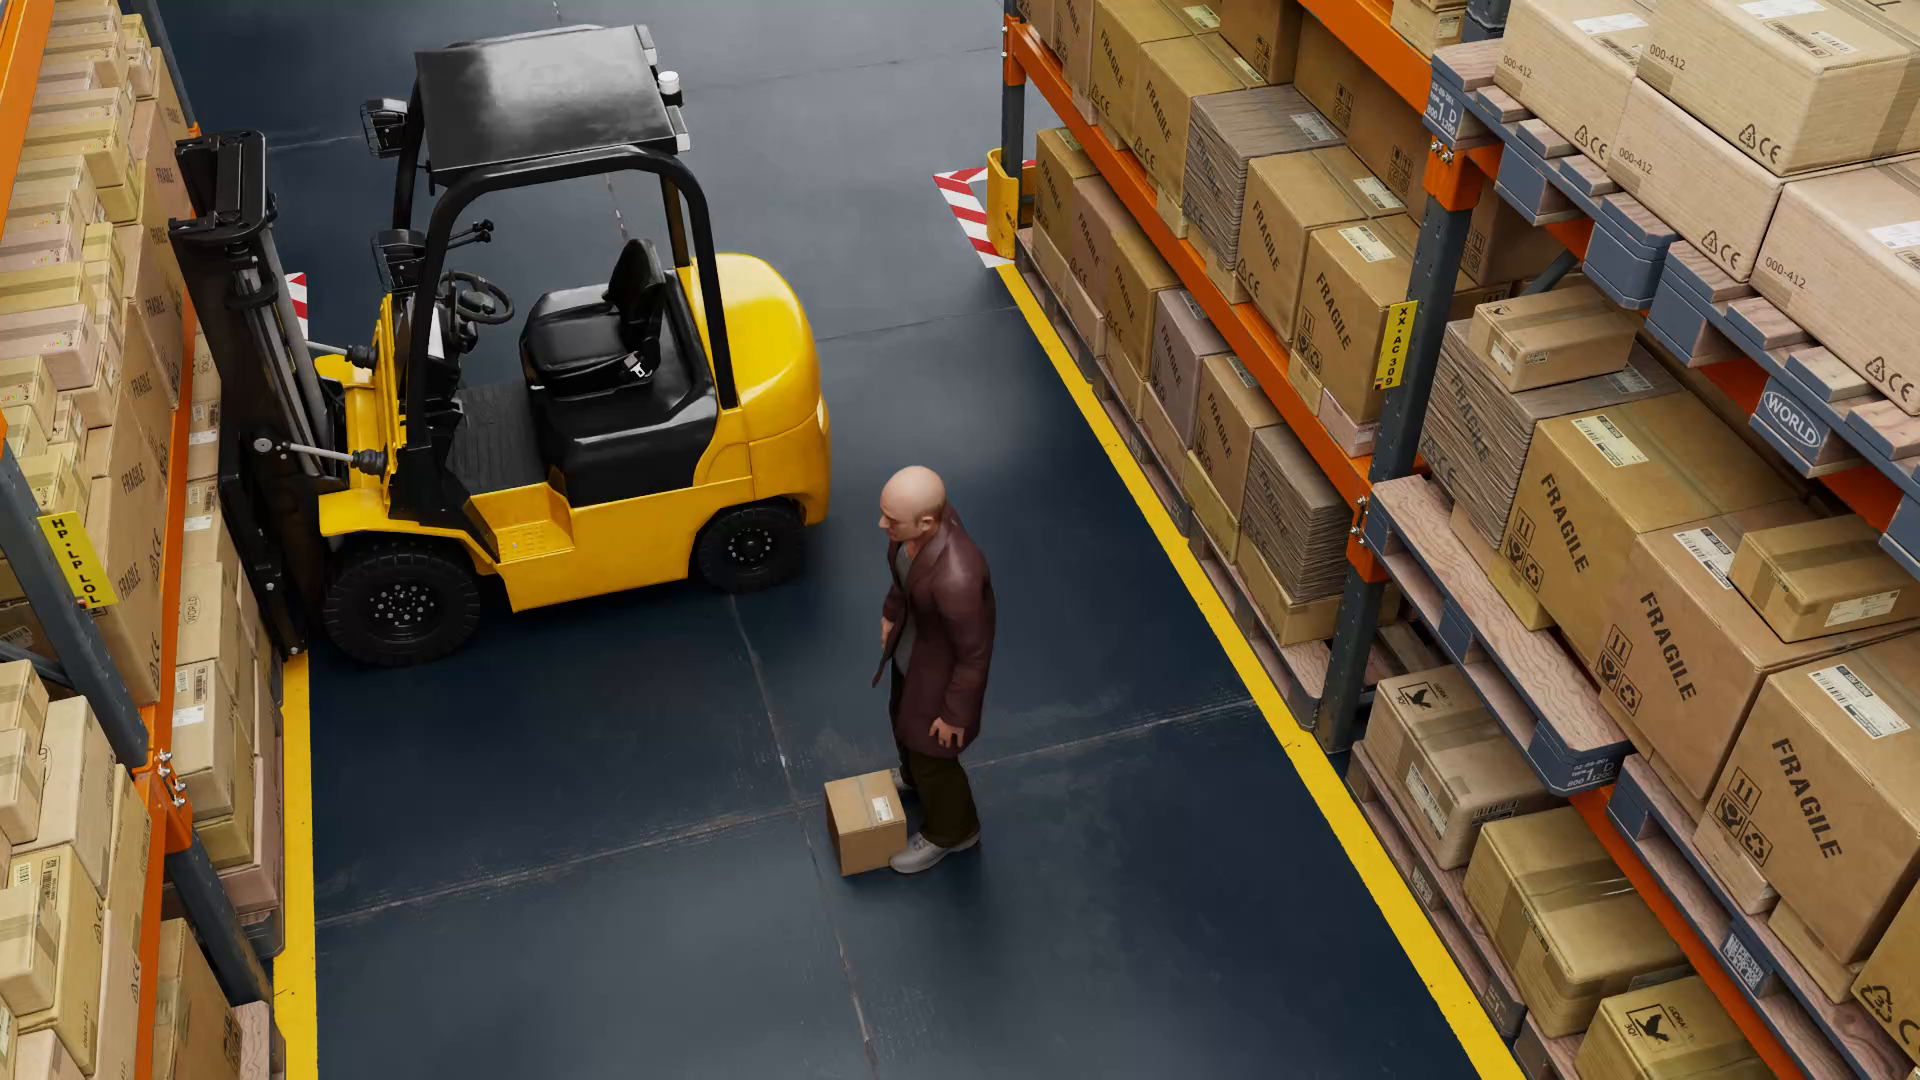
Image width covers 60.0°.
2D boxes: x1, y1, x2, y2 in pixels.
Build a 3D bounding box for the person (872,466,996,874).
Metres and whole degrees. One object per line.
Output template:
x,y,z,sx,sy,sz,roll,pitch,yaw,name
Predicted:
-0.106,0.429,5.690,0.429,1.772,0.650,-14,44,-16,person
